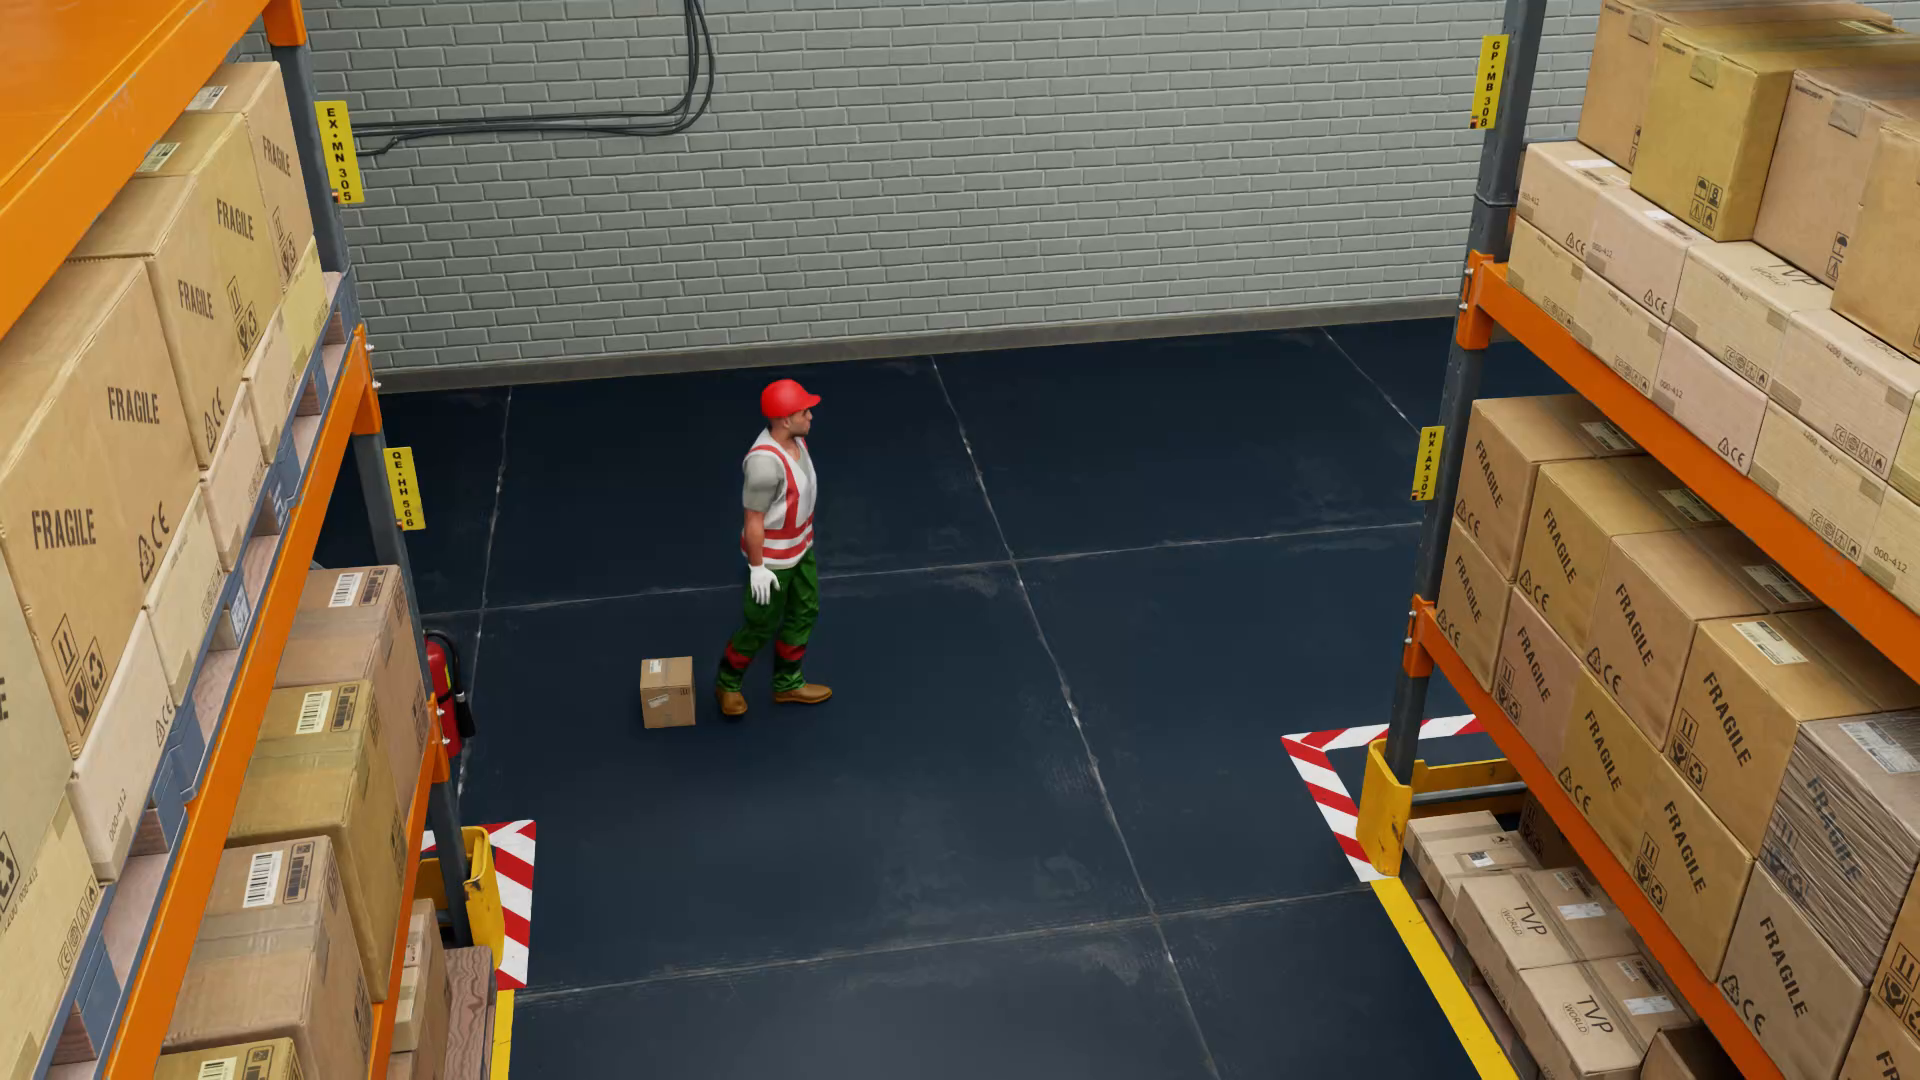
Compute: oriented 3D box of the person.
[{"bbox_3d":[-0.946,0.047,8.038,0.571,1.776,0.580,9,31,14],"label":"person"}]
